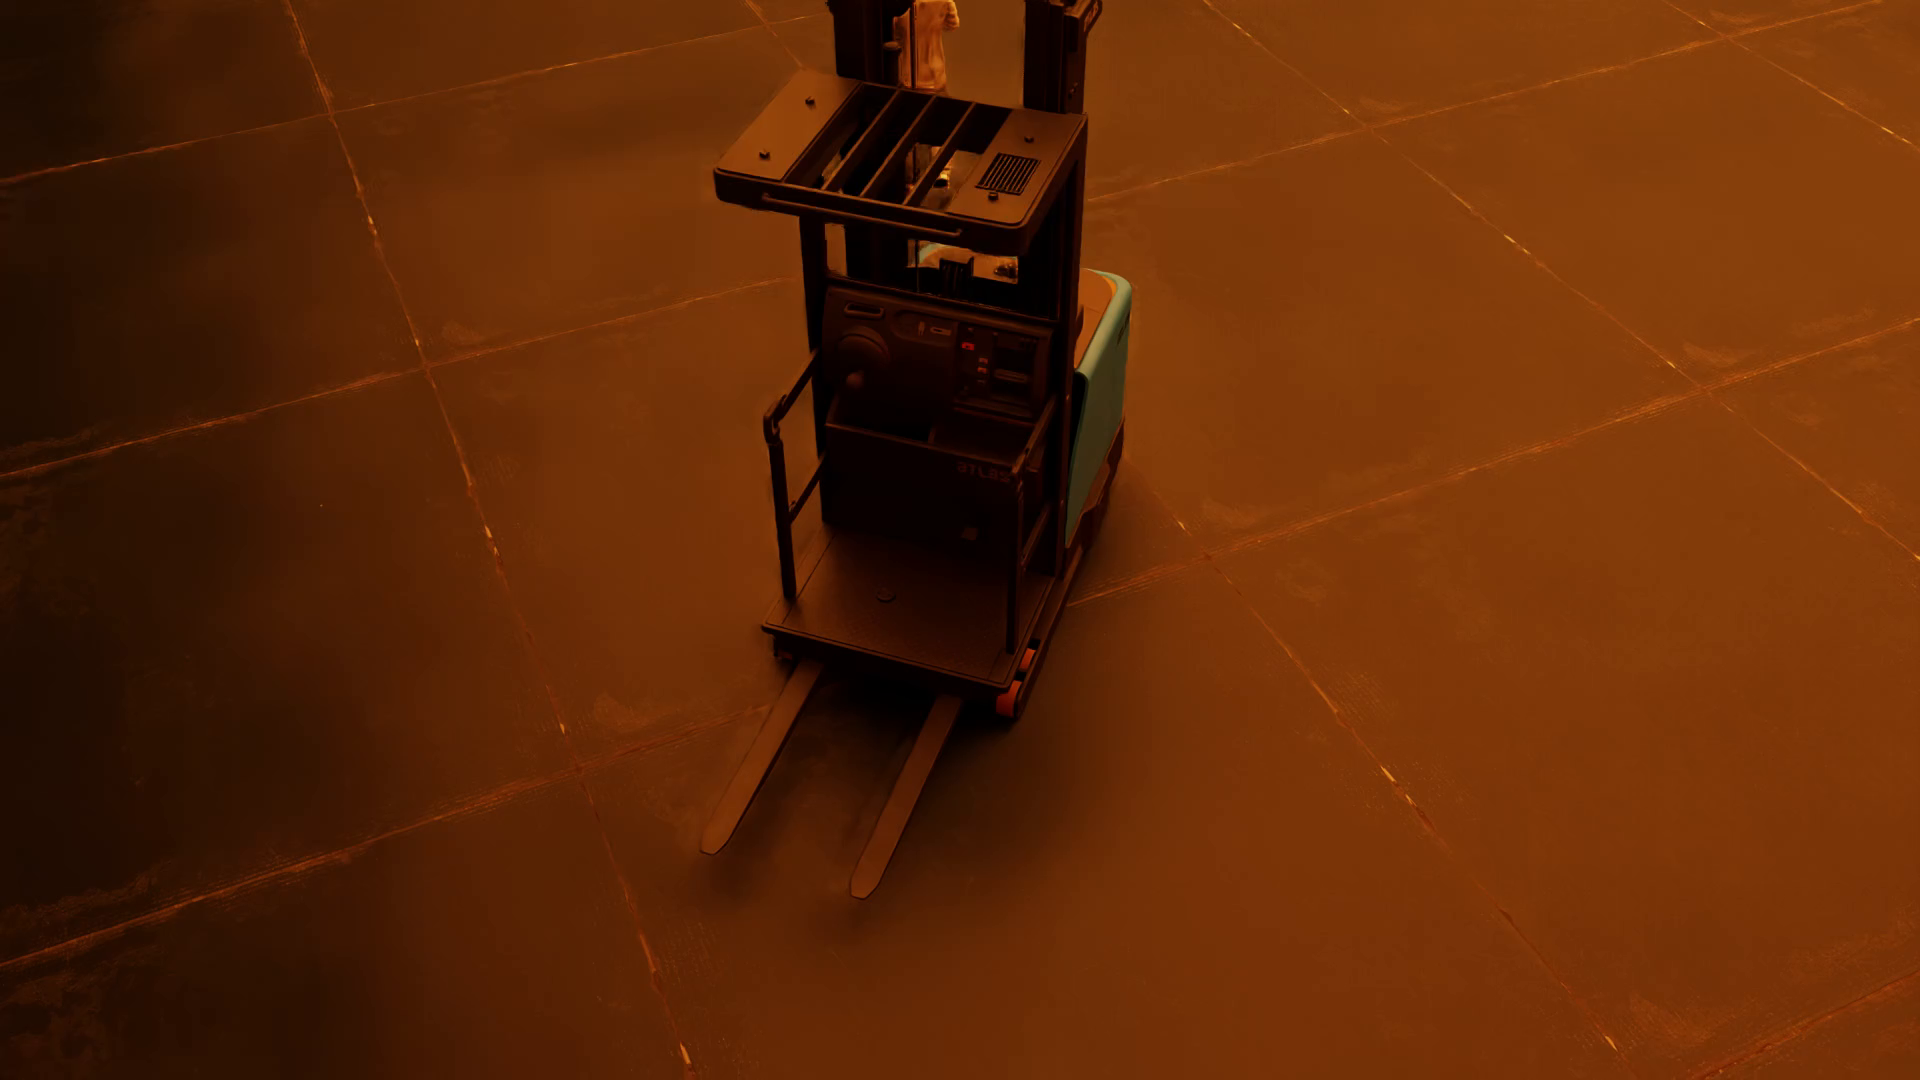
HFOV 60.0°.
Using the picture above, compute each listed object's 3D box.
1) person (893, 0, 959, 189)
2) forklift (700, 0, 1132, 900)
[{"bbox_3d":[-0.294,-2.705,9.593,0.604,1.556,0.516,-8,44,-8],"label":"person"},{"bbox_3d":[-0.168,-0.640,6.366,1.130,2.935,3.031,13,45,14],"label":"forklift"}]
